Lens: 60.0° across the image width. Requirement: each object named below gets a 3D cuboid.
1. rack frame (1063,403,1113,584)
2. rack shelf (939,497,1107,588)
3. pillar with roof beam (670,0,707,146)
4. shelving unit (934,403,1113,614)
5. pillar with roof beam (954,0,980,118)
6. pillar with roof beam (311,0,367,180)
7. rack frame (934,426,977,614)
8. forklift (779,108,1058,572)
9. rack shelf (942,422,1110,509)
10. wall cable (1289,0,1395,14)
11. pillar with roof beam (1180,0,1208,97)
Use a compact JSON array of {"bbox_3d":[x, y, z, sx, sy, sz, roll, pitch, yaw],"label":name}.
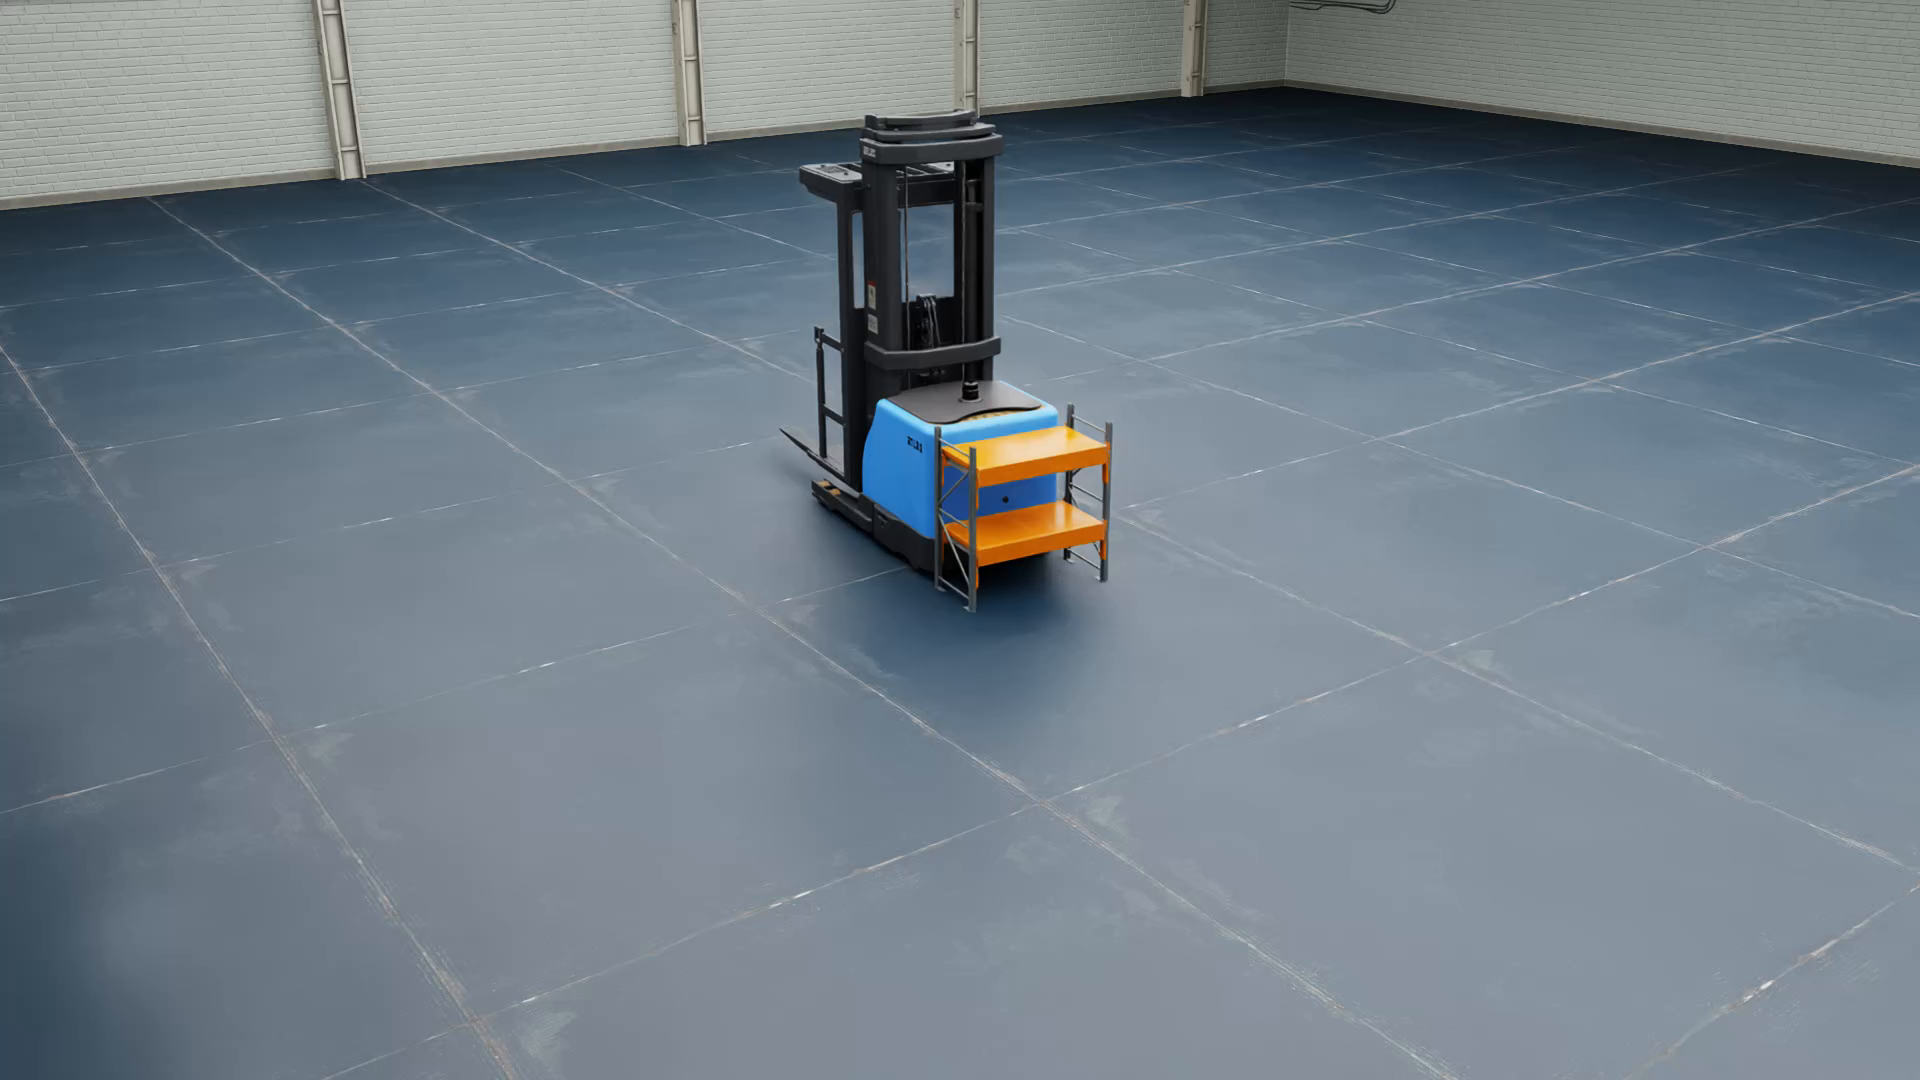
[{"bbox_3d":[0.855,-0.314,11.165,0.032,1.125,0.500,-12,25,-27],"label":"rack frame"},{"bbox_3d":[0.412,0.006,11.024,1.000,0.278,0.538,-12,25,-27],"label":"rack shelf"},{"bbox_3d":[-2.216,-9.897,24.557,0.400,9.000,9.100,-15,26,-33],"label":"pillar with roof beam"},{"bbox_3d":[0.412,-0.221,10.933,1.048,1.125,0.538,-12,25,-27],"label":"shelving unit"},{"bbox_3d":[2.654,-11.196,27.811,0.400,9.000,9.100,-15,26,-33],"label":"pillar with roof beam"},{"bbox_3d":[-7.087,-8.598,21.302,0.400,9.000,9.100,-15,26,-33],"label":"pillar with roof beam"},{"bbox_3d":[-0.031,-0.129,10.702,0.032,1.125,0.500,-12,25,-27],"label":"rack frame"},{"bbox_3d":[-0.464,-1.650,12.076,1.130,2.935,3.031,-11,24,-26],"label":"forklift"},{"bbox_3d":[0.412,-0.493,10.825,1.000,0.278,0.538,-12,25,-27],"label":"rack shelf"},{"bbox_3d":[8.174,-12.587,35.488,0.112,2.526,3.097,-15,26,-33],"label":"wall cable"},{"bbox_3d":[7.525,-12.494,31.066,0.400,9.000,9.100,-15,26,-33],"label":"pillar with roof beam"}]
